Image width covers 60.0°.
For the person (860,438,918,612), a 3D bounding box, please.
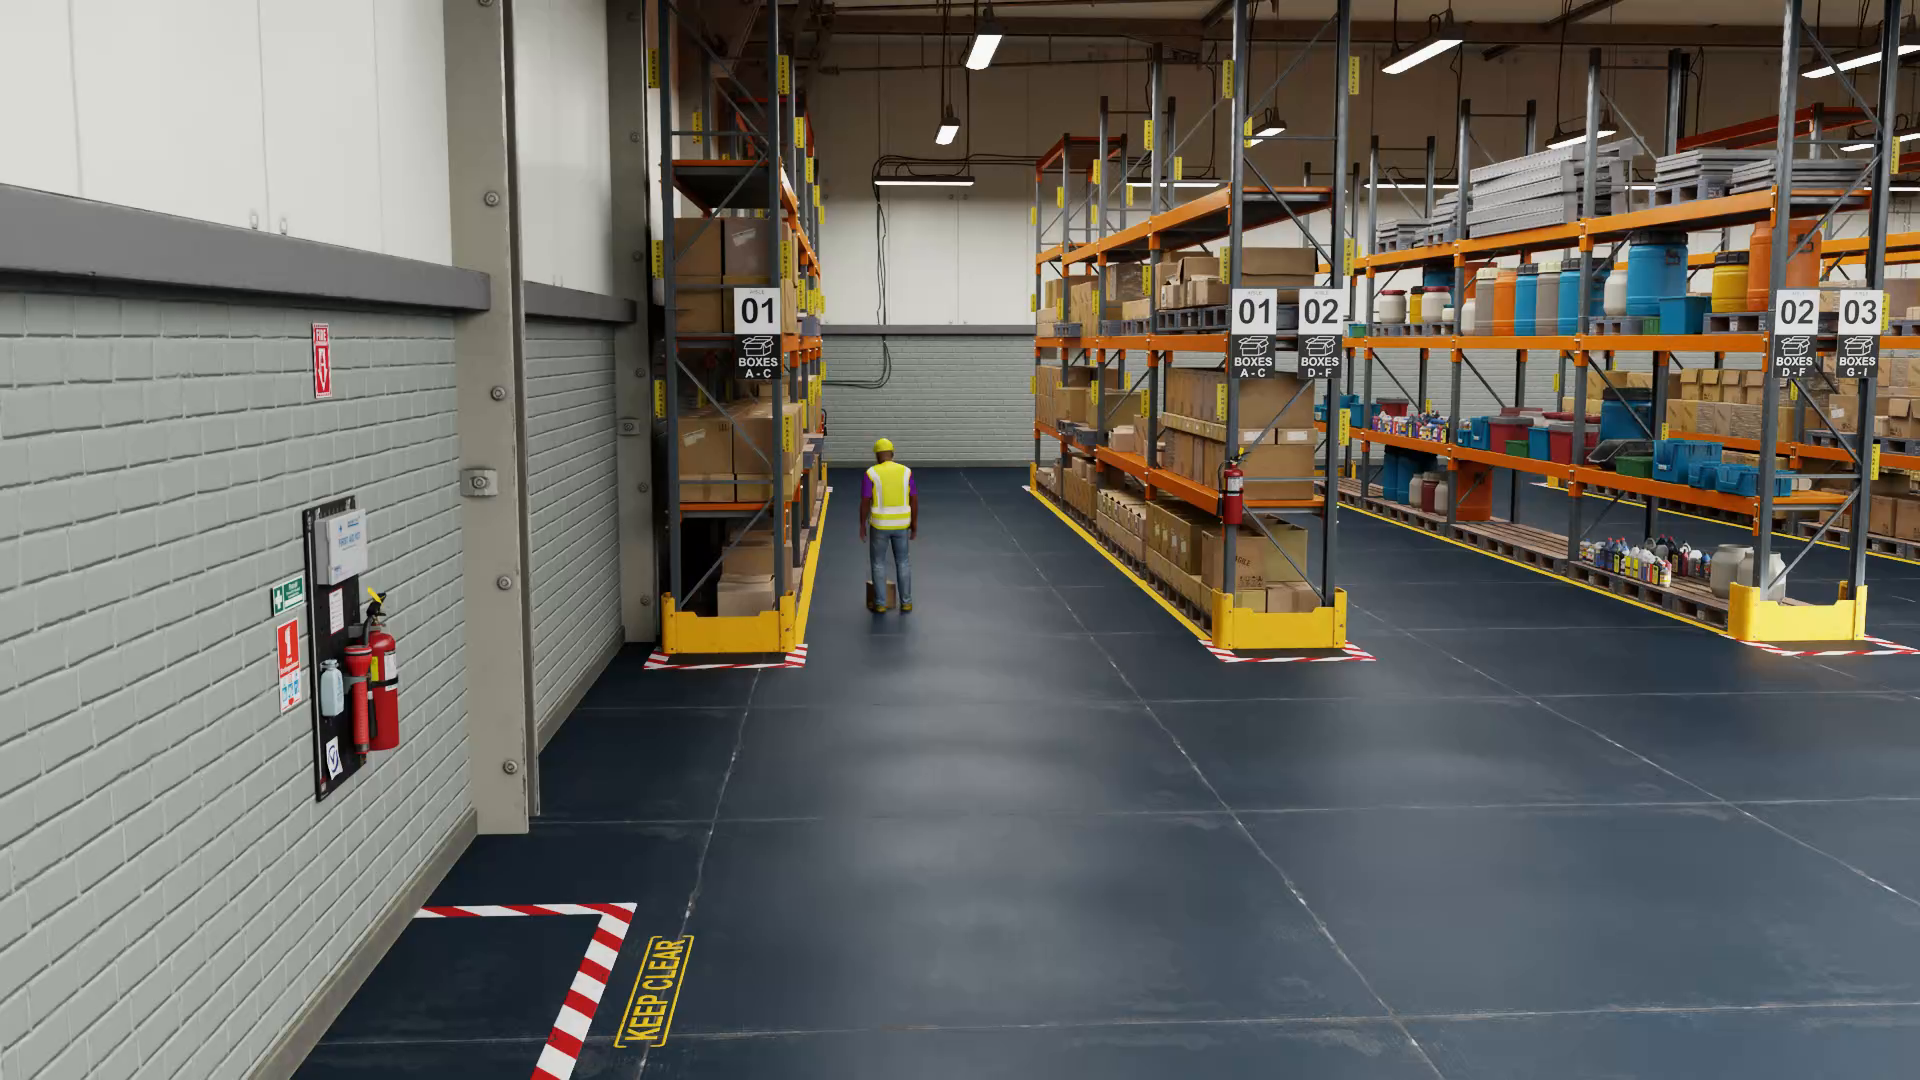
[{"bbox_3d":[-0.735,-0.157,16.990,0.625,1.759,0.463,-2,7,-19],"label":"person"}]
